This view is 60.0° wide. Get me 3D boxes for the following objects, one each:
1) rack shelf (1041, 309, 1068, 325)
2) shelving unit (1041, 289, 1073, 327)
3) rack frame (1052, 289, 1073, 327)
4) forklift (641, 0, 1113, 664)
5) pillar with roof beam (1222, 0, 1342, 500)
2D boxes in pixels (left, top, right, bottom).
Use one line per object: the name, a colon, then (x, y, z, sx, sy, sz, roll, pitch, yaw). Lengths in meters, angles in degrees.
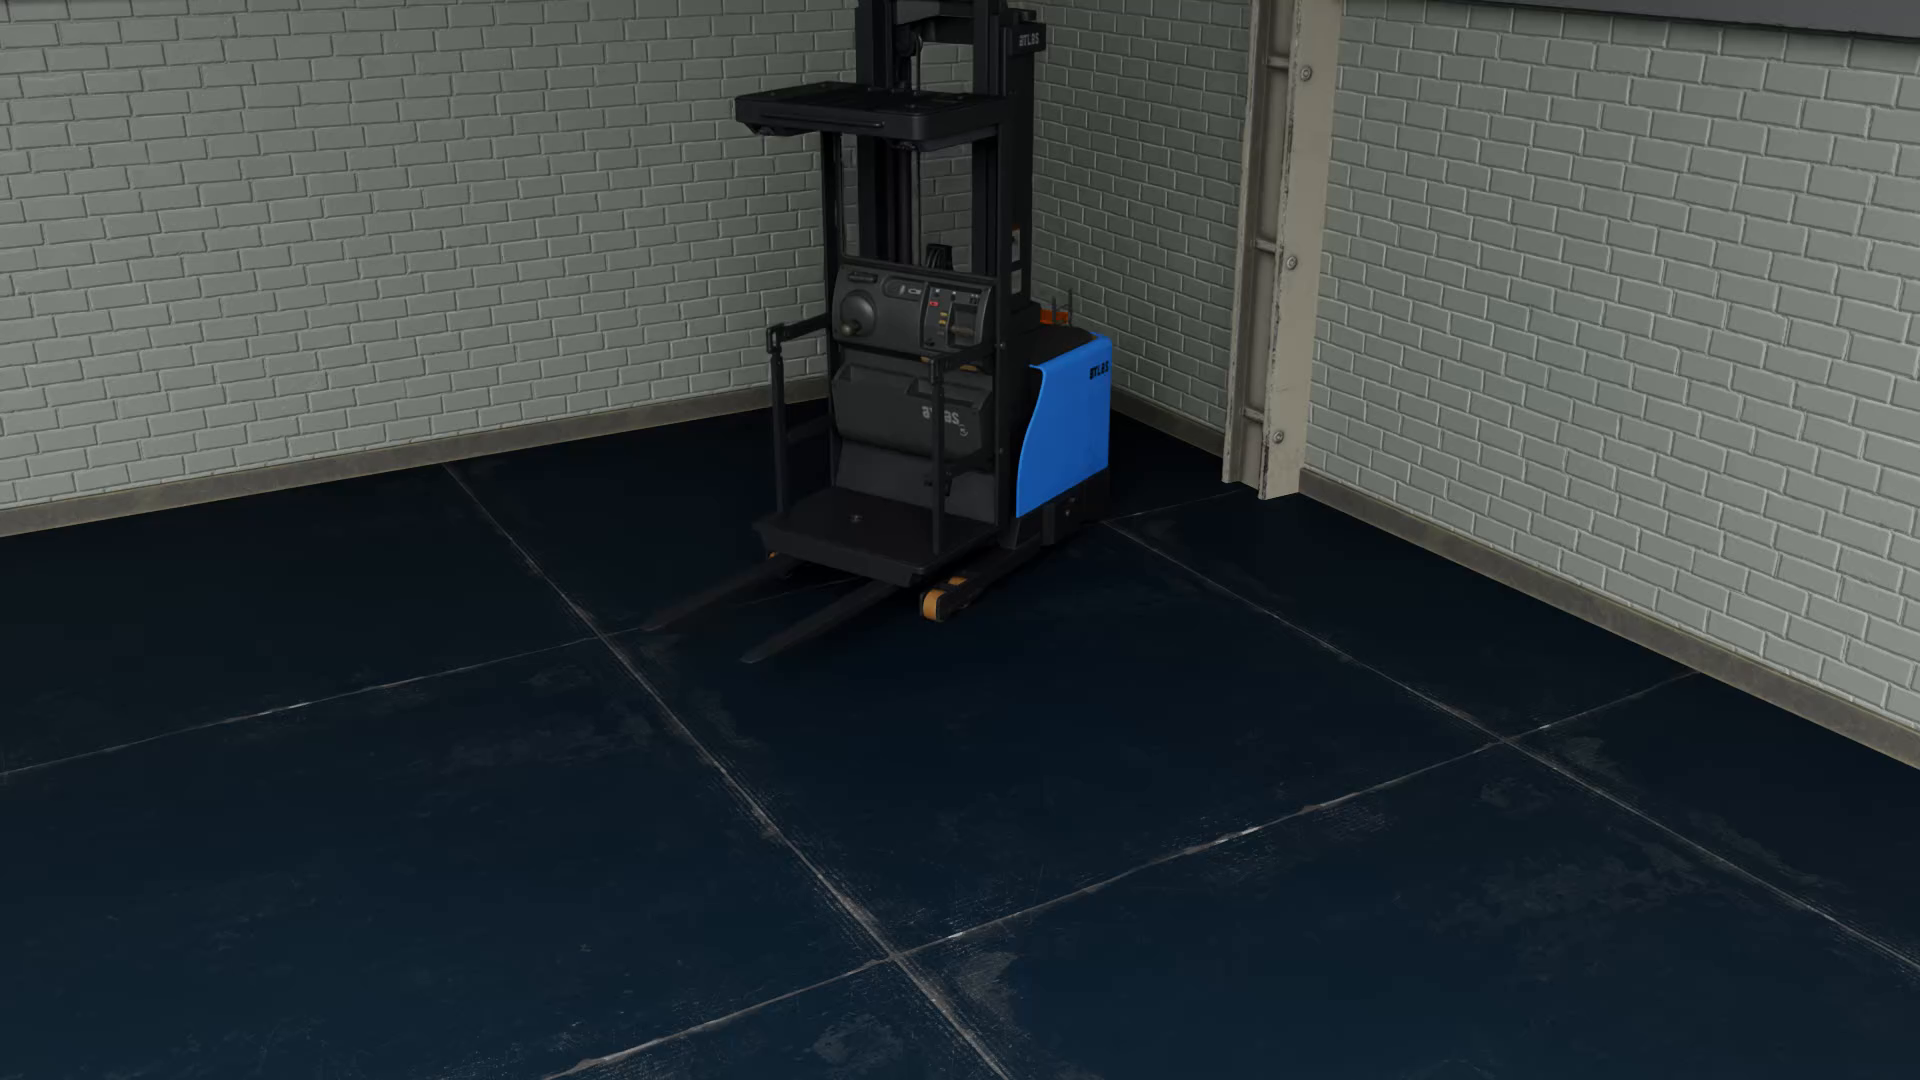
rack shelf: (0.382, -1.285, 9.835, 0.480, 0.148, 0.258, 12, 25, 26)
shelving unit: (0.382, -0.921, 9.983, 0.503, 1.200, 0.258, 12, 25, 26)
rack frame: (0.596, -0.877, 9.875, 0.015, 1.200, 0.240, 12, 25, 26)
forklift: (-0.368, -1.150, 8.248, 1.130, 2.935, 3.031, 14, 26, 31)
pillar with roof beam: (-1.865, -3.672, 6.394, 9.100, 9.000, 0.400, -13, 25, -28)
